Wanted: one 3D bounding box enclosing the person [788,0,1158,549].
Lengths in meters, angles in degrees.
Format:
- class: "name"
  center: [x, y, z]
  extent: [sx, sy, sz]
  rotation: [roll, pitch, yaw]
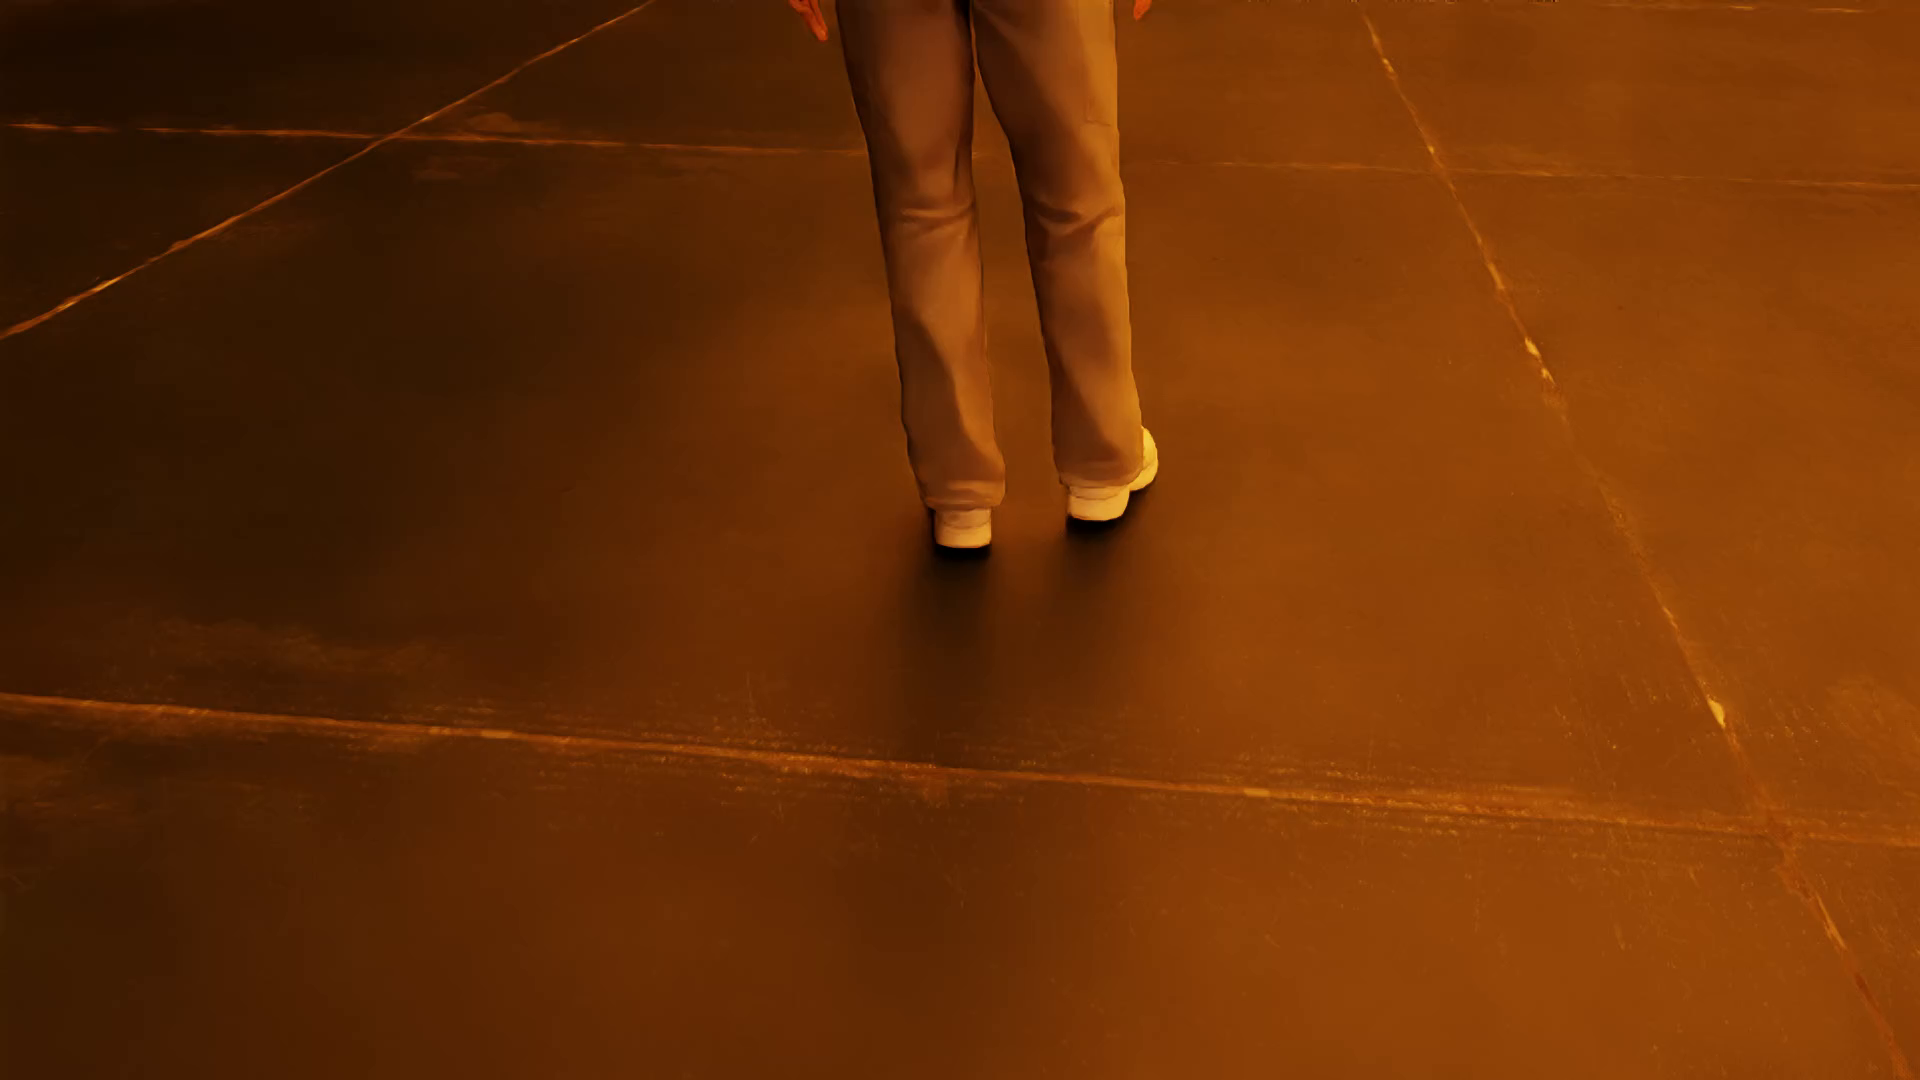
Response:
- class: "person"
  center: [0.023, -0.788, 2.187]
  extent: [0.550, 1.674, 0.548]
  rotation: [3, 27, 7]
